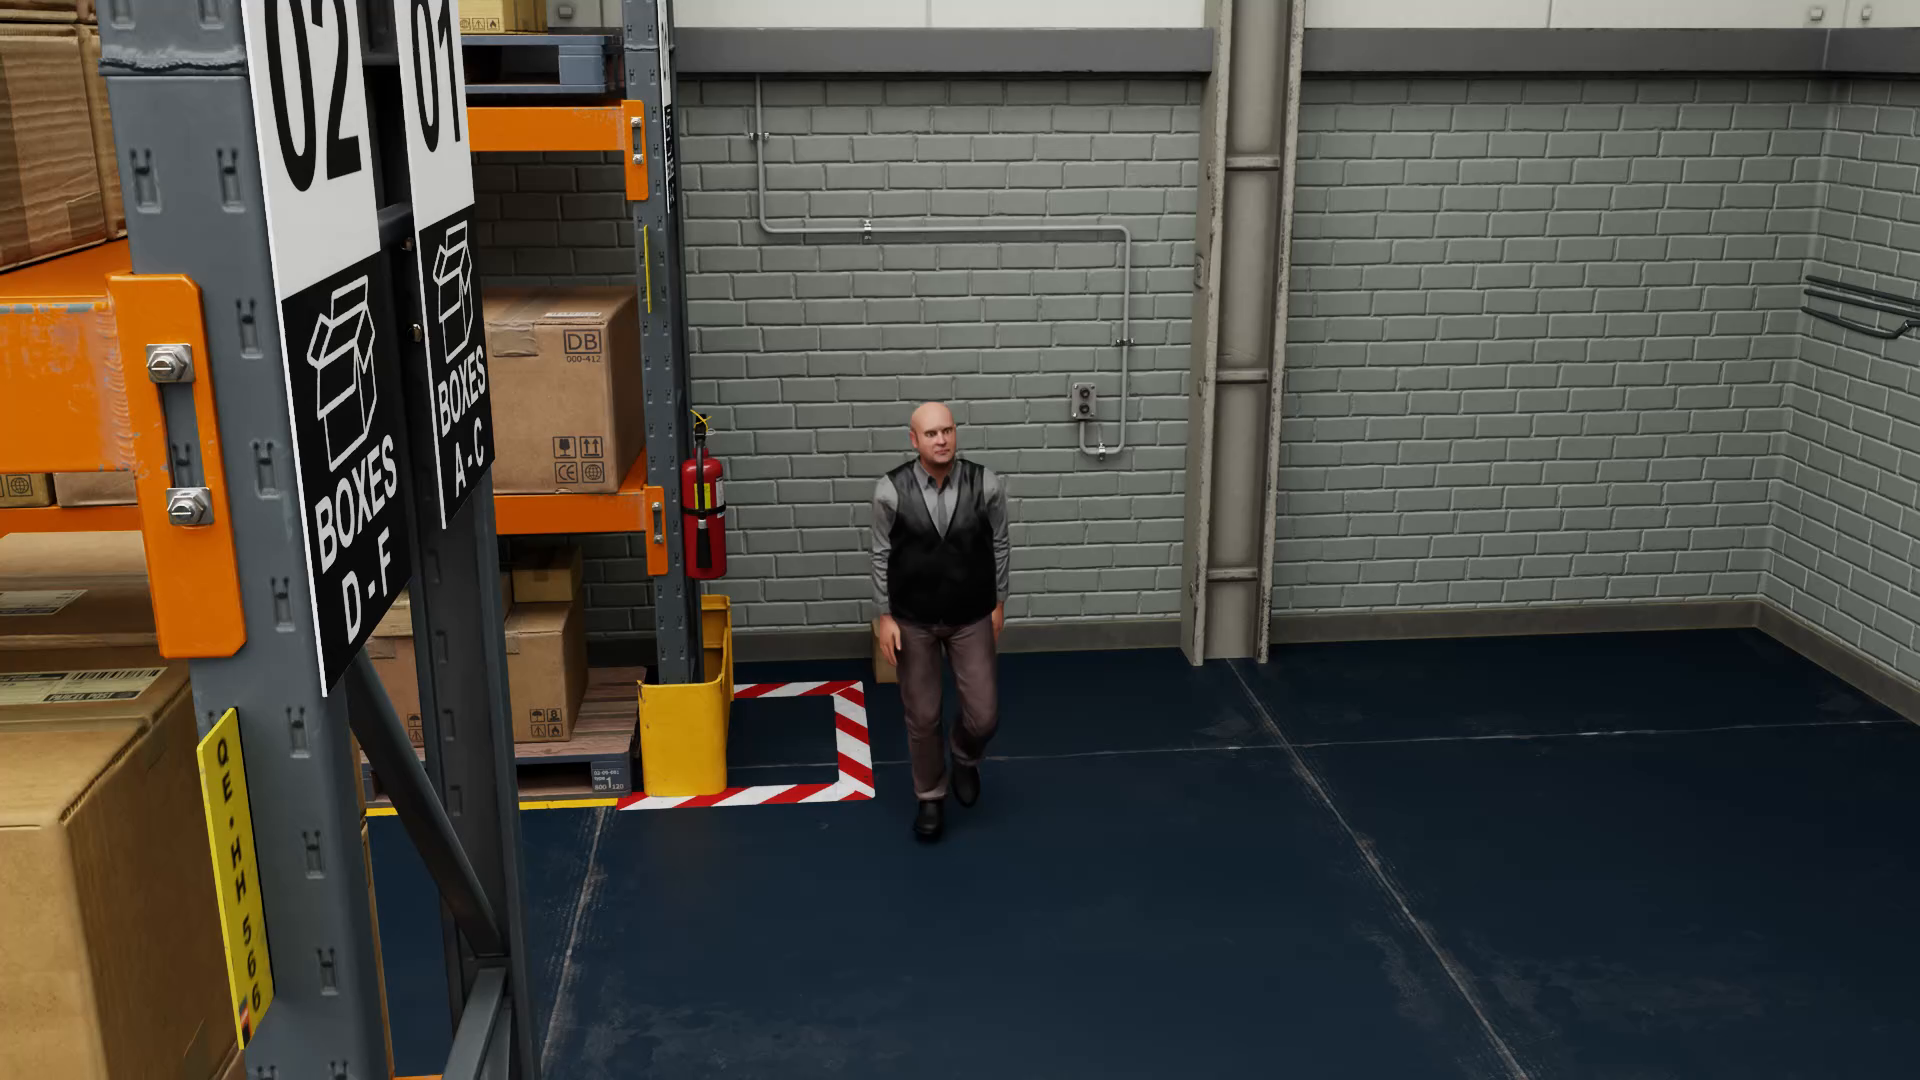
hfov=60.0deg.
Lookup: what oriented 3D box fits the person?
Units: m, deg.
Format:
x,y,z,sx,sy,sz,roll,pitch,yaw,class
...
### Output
x,y,z,sx,sy,sz,roll,pitch,yaw,class
-0.074,0.298,6.493,0.546,1.712,0.485,-1,17,-4,person
